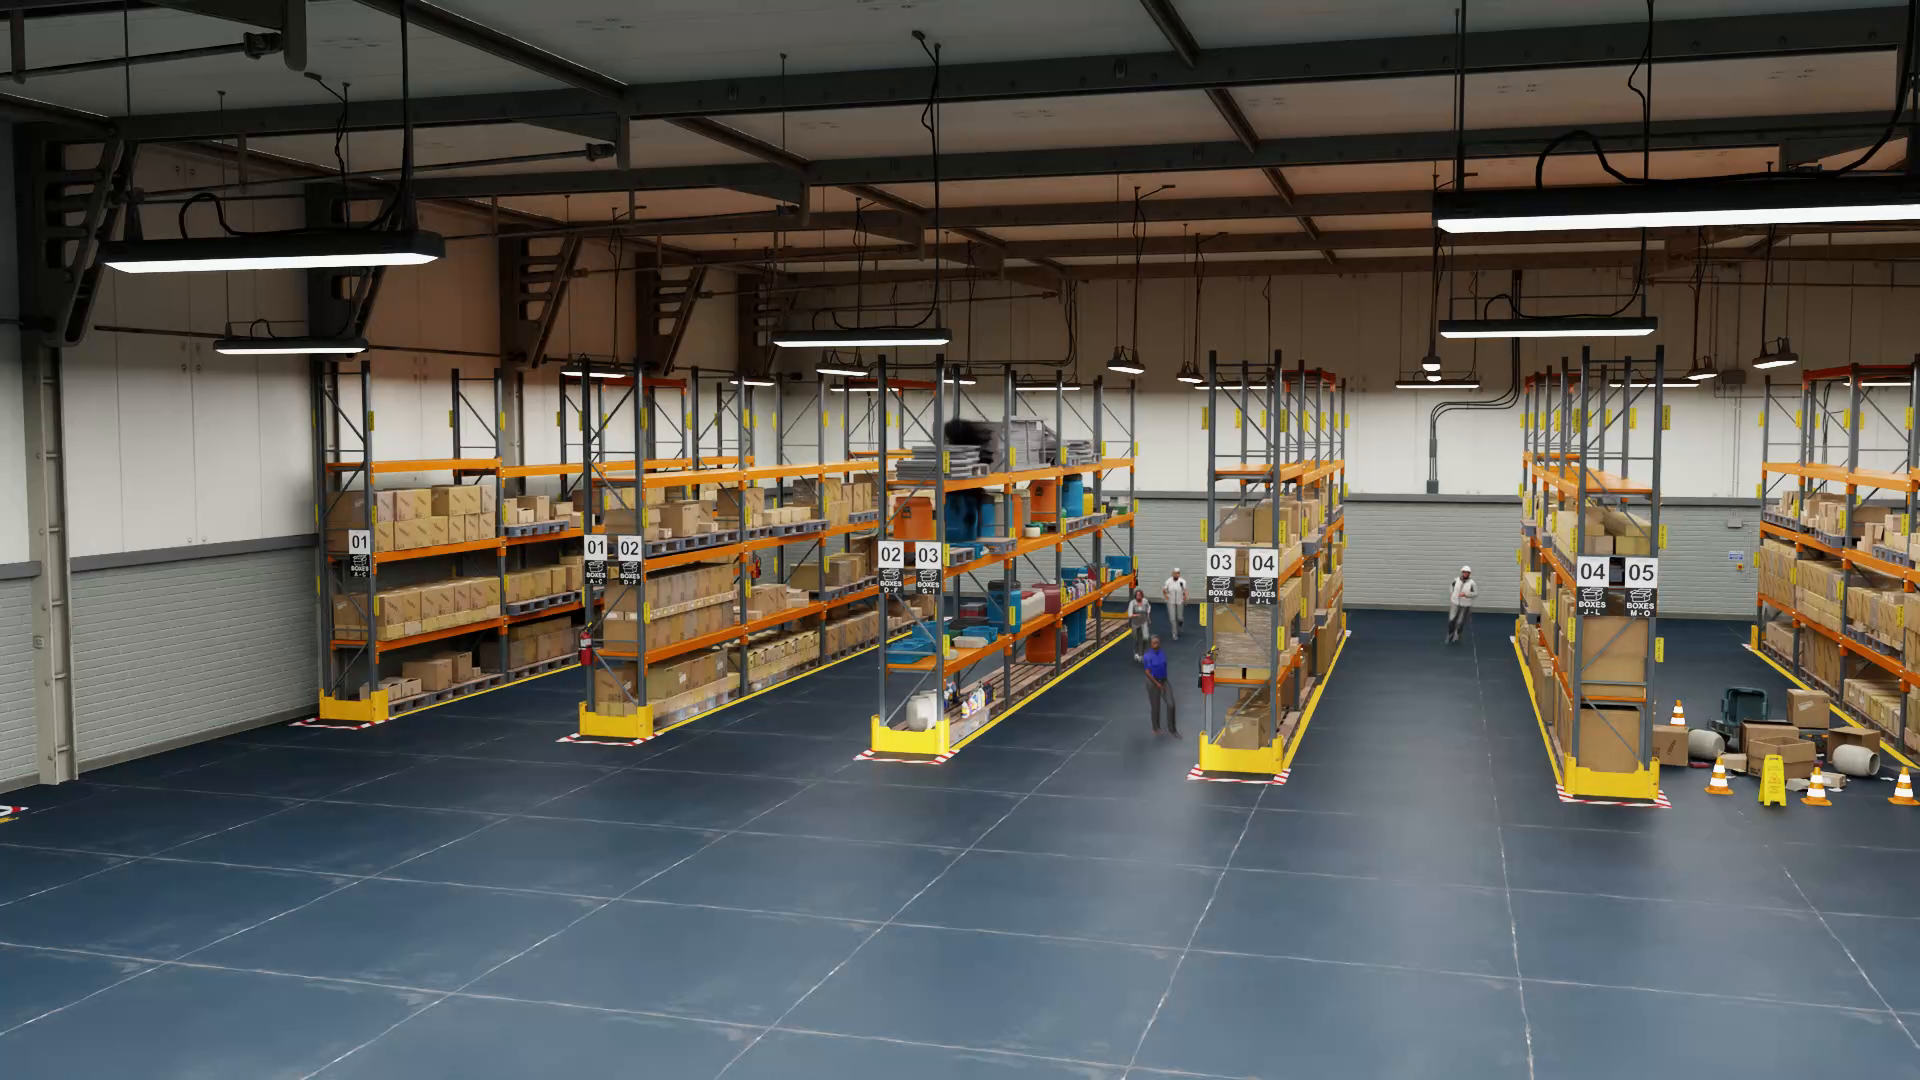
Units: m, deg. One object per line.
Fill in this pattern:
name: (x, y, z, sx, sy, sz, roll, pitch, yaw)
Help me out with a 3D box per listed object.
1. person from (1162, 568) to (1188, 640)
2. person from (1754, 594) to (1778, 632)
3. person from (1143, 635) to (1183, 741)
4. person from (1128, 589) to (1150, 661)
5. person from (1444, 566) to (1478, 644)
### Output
person: (4.964, 1.460, 38.383, 0.601, 1.645, 0.598, 0, 4, 5)
person: (18.167, 1.502, 37.307, 0.695, 1.705, 0.589, 1, 4, 7)
person: (3.152, 2.317, 26.188, 0.606, 1.675, 0.634, -1, 4, -18)
person: (3.691, 1.775, 34.278, 0.470, 1.528, 0.892, 0, 4, 3)
person: (11.312, 1.472, 37.451, 0.691, 1.807, 0.687, 2, 5, 26)
